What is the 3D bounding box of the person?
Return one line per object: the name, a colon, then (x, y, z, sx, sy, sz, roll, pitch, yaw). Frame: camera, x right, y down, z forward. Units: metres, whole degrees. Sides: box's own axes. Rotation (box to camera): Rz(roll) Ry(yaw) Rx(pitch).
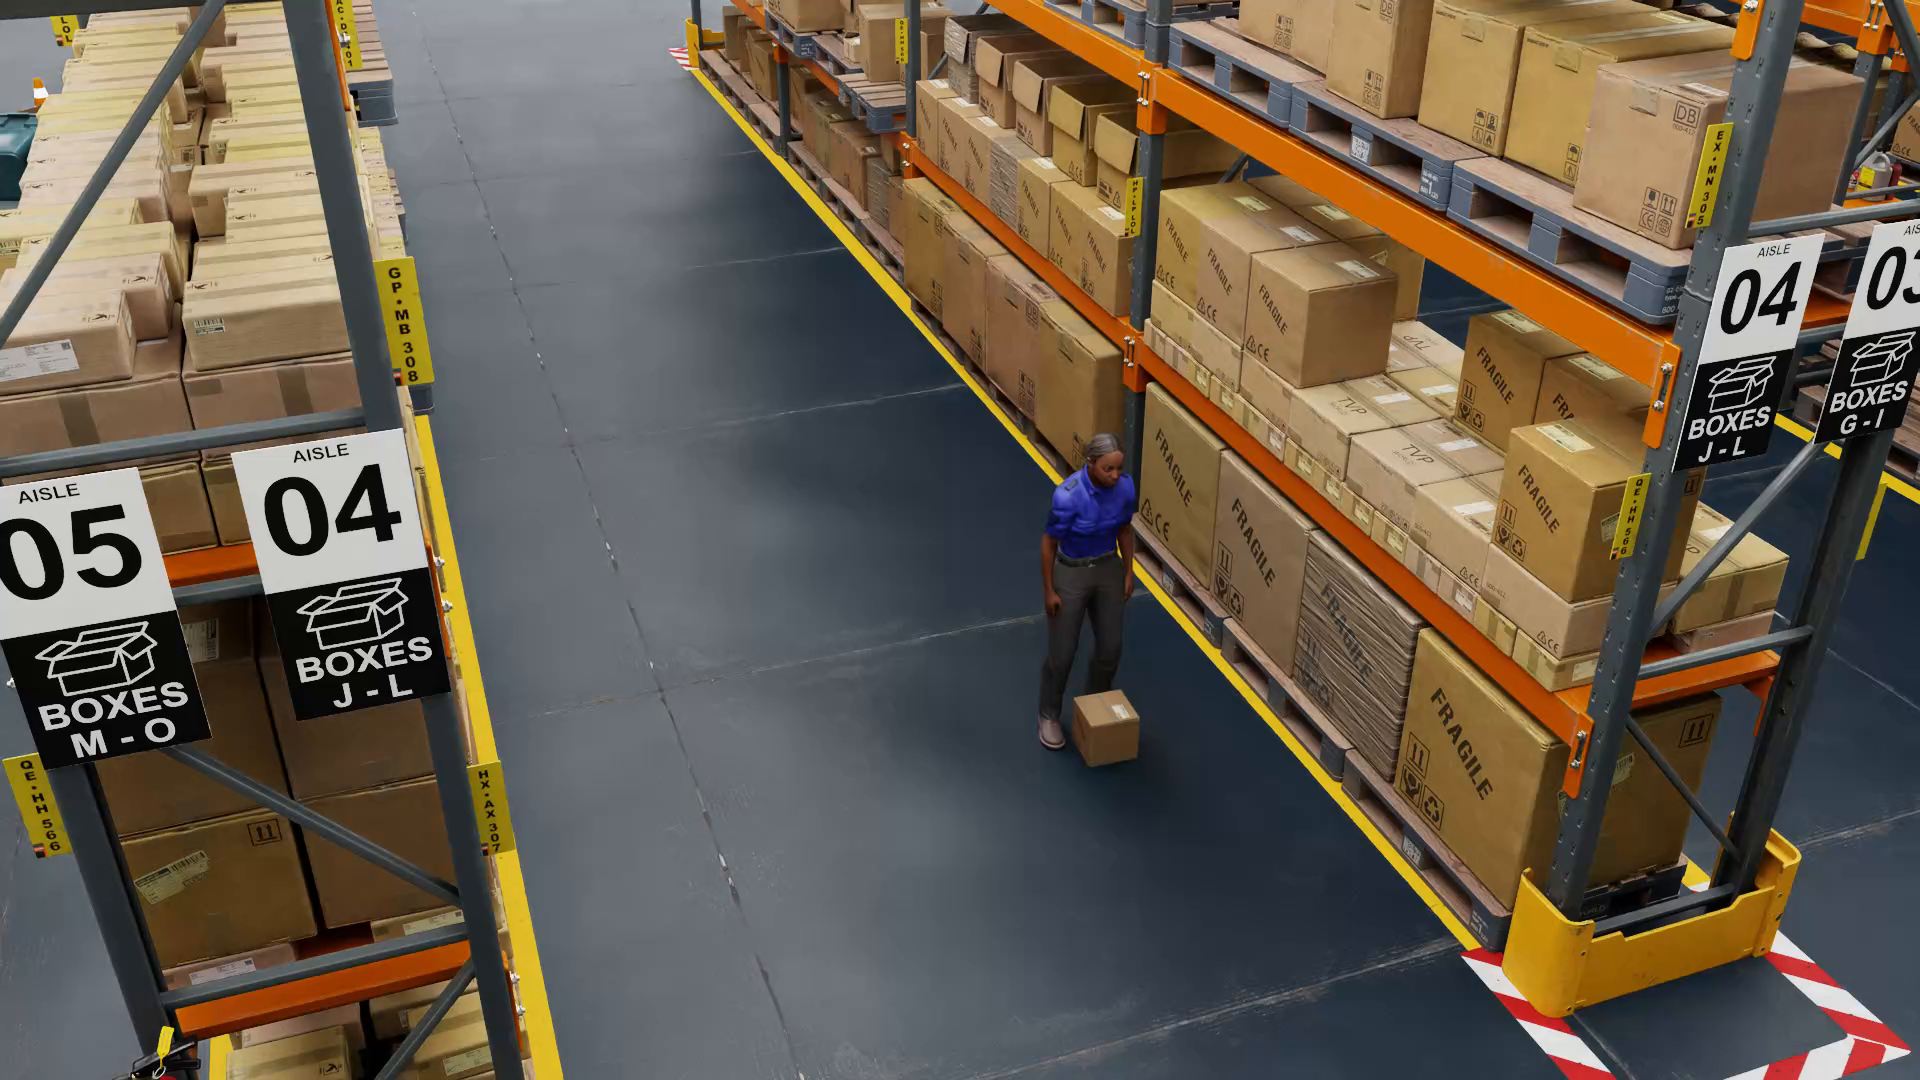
person: (0.610, 0.213, 7.989, 0.521, 1.639, 0.349, -12, 32, -20)
